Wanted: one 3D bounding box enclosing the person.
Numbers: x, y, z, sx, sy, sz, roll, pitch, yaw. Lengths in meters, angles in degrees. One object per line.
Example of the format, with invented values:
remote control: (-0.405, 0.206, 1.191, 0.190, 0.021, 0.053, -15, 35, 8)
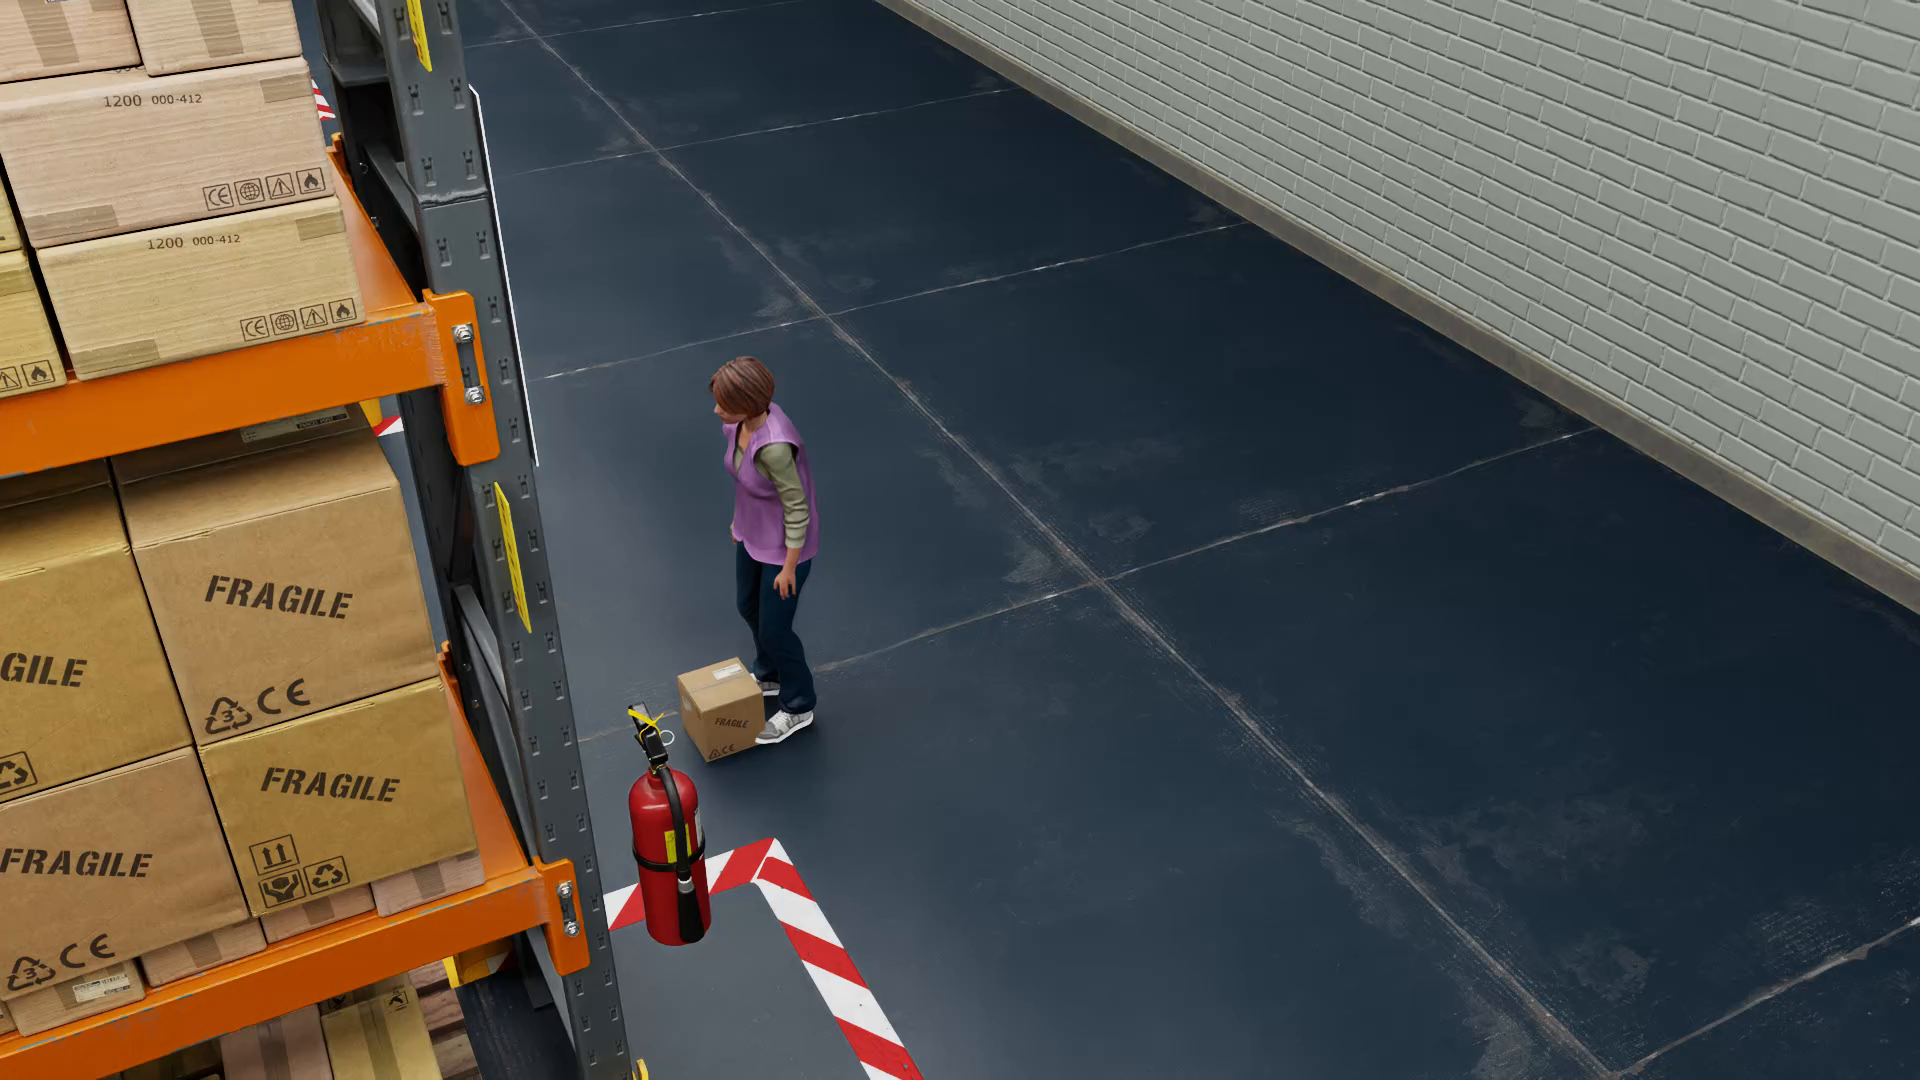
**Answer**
person: (-0.707, 0.026, 6.110, 0.342, 1.593, 0.485, -18, 38, -25)
